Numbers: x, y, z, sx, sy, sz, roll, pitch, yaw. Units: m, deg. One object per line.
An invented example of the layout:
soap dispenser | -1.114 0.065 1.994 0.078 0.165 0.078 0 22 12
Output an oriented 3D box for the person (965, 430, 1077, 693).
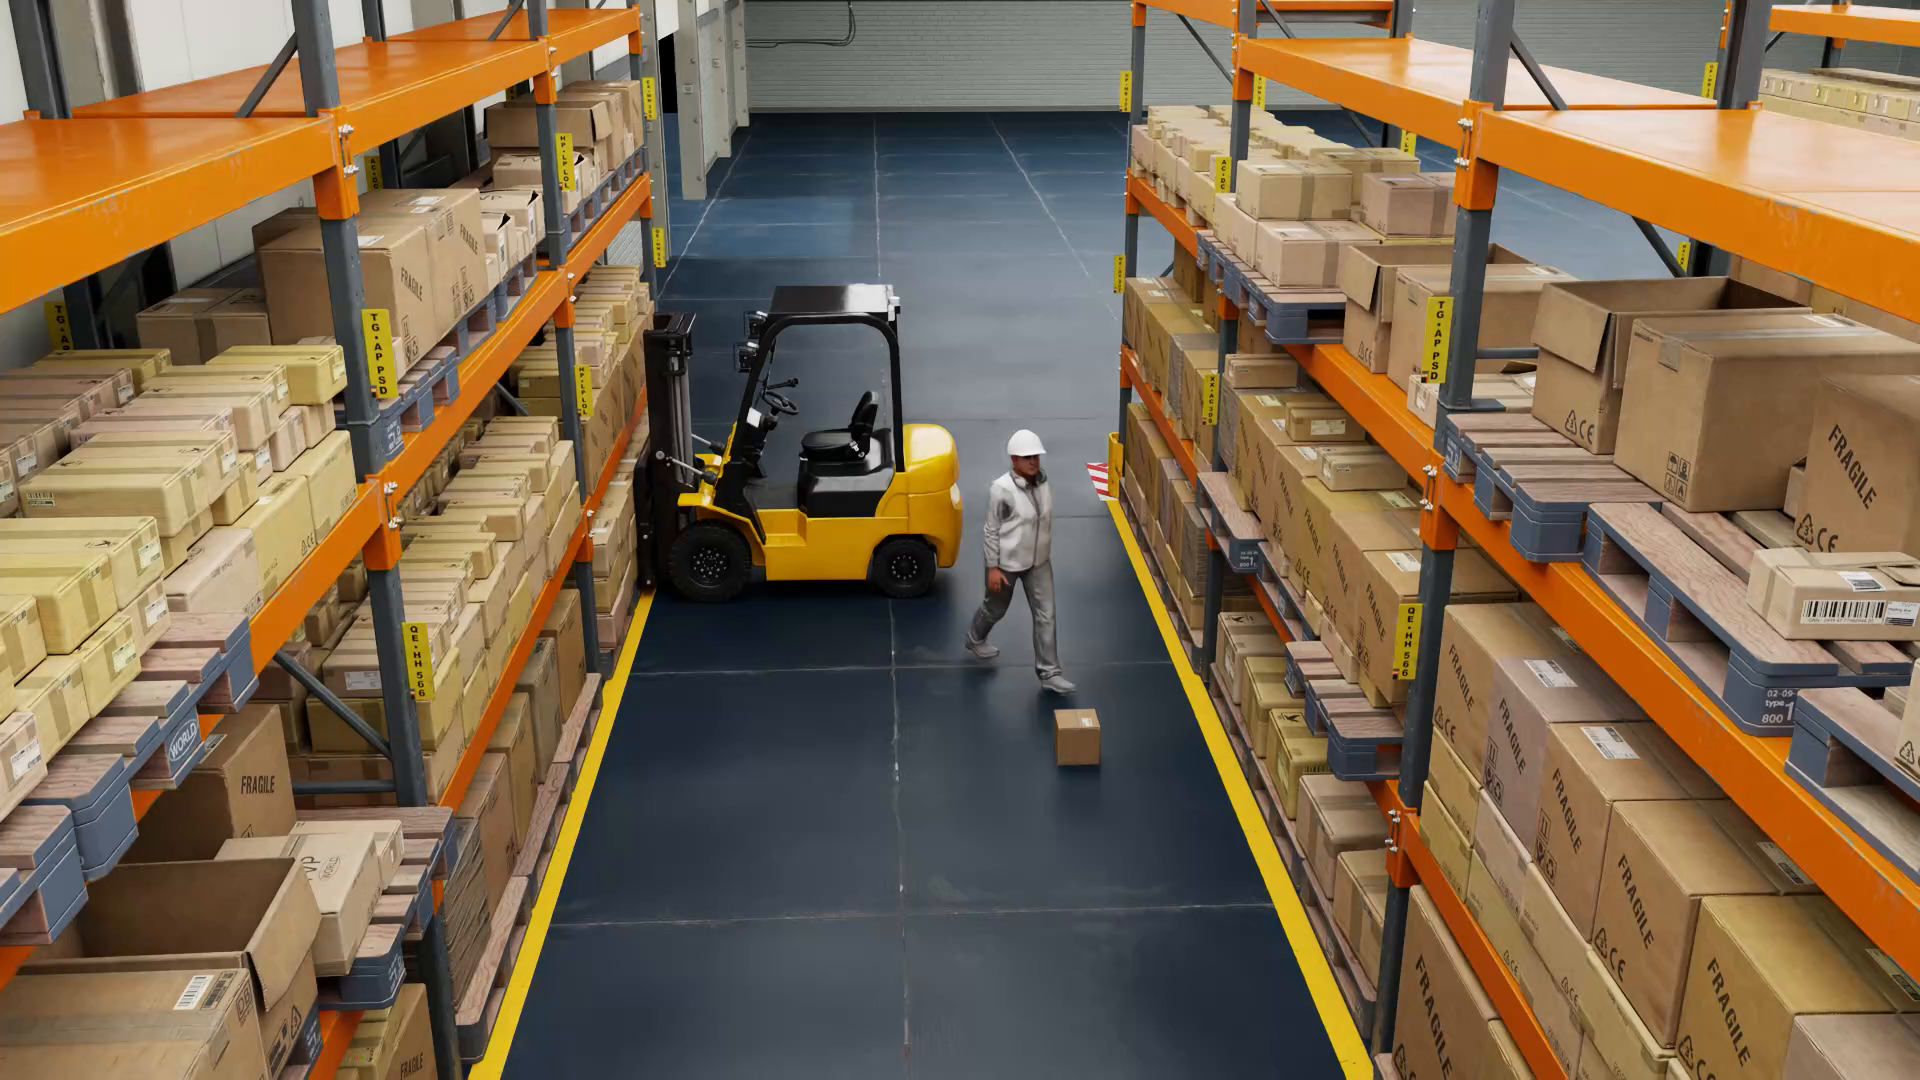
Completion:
person | 0.363 0.110 10.793 0.552 1.729 1.029 -13 24 -31
